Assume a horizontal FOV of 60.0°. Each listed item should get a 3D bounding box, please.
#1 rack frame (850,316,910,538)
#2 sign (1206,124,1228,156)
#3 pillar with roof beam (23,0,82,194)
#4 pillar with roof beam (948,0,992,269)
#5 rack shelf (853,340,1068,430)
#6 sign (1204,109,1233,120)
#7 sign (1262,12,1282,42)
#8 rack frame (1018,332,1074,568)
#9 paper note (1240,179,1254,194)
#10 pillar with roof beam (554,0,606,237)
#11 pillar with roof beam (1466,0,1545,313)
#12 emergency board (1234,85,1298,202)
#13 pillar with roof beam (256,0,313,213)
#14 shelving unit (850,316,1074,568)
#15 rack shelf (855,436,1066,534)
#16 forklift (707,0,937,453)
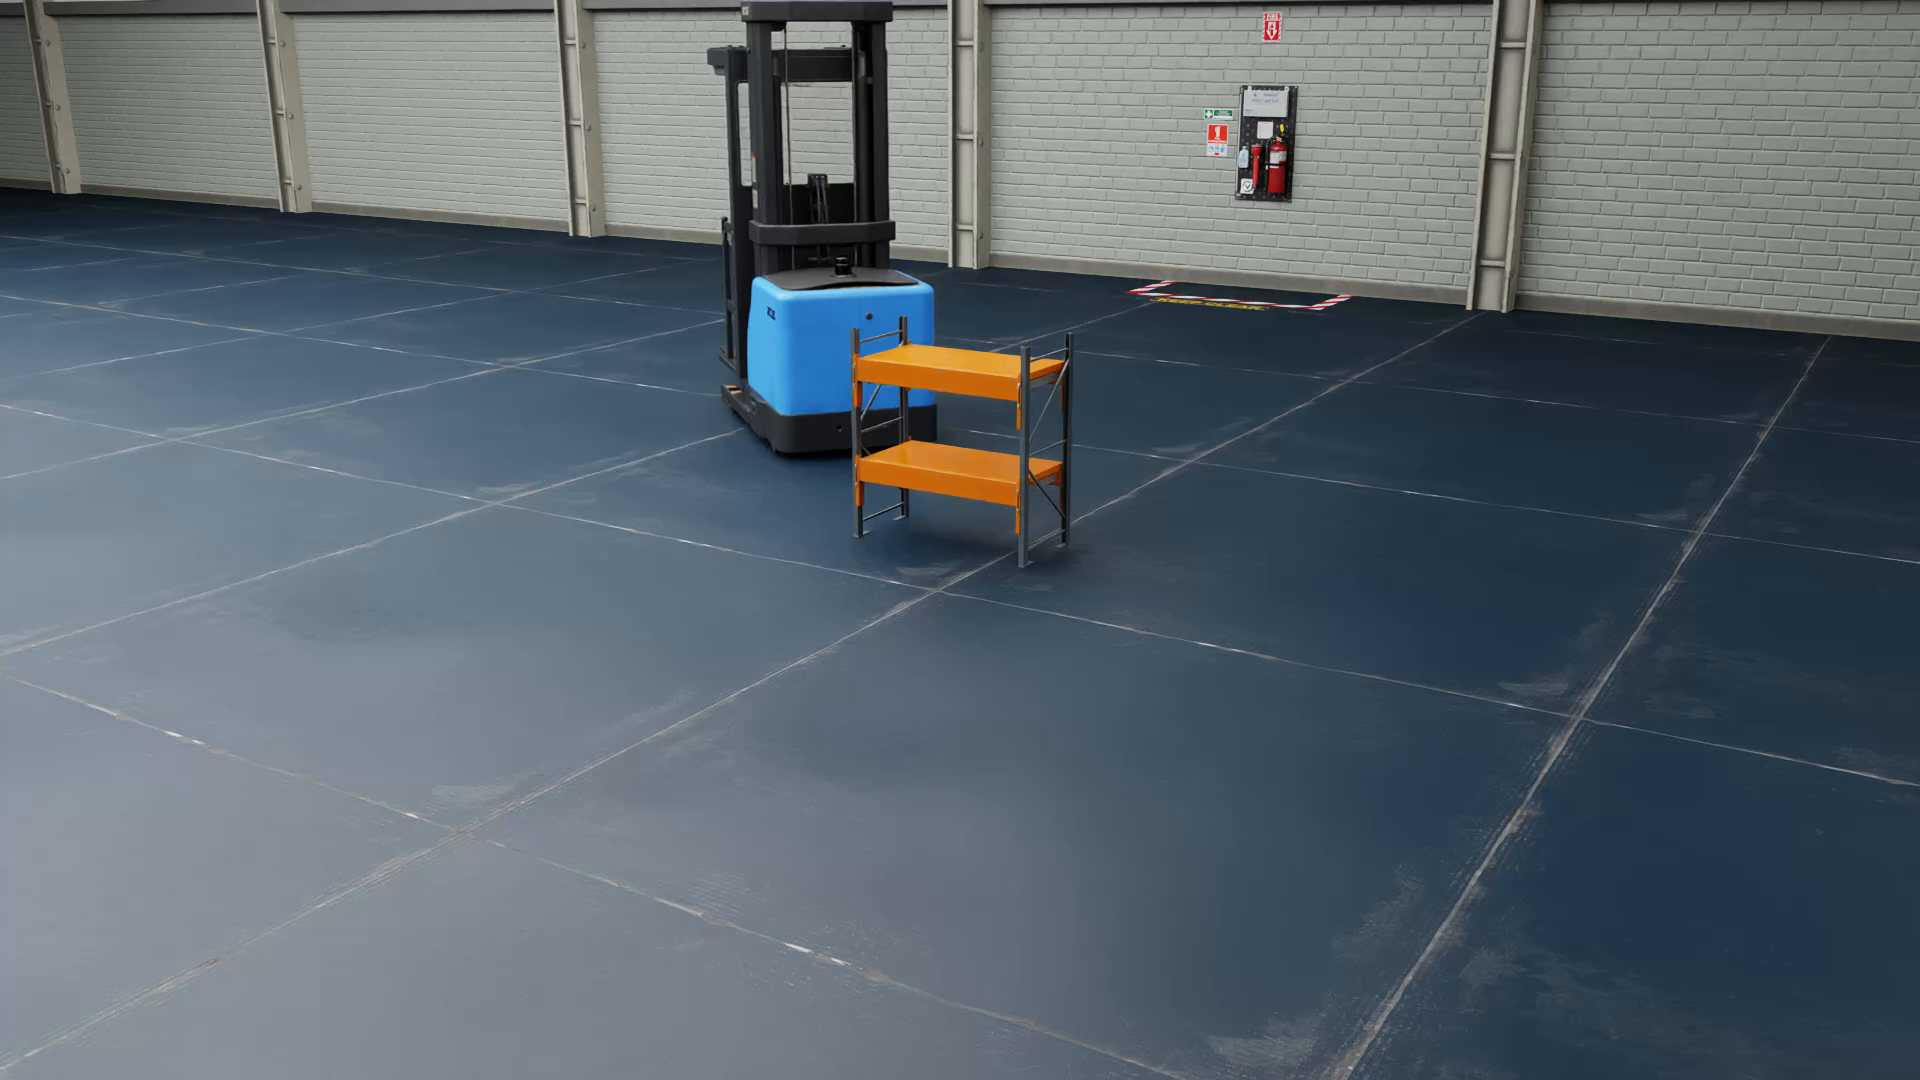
[{"bbox_3d":[-0.427,-0.615,8.969,0.032,1.125,0.500,10,20,30],"label":"rack frame"},{"bbox_3d":[2.718,-4.223,17.560,0.234,0.329,0.001,10,20,30],"label":"sign"},{"bbox_3d":[-17.483,-9.165,23.572,0.400,9.000,9.100,10,20,30],"label":"pillar with roof beam"},{"bbox_3d":[-2.145,-6.427,14.558,0.400,9.000,9.100,10,20,30],"label":"pillar with roof beam"},{"bbox_3d":[0.006,-0.817,8.629,1.000,0.278,0.538,10,20,30],"label":"rack shelf"},{"bbox_3d":[2.717,-4.473,17.473,0.331,0.109,0.001,10,20,30],"label":"sign"},{"bbox_3d":[3.180,-5.231,16.953,0.199,0.298,0.001,10,20,30],"label":"sign"},{"bbox_3d":[0.439,-0.460,8.460,0.032,1.125,0.500,10,20,30],"label":"rack frame"},{"bbox_3d":[3.020,-3.718,17.477,0.142,0.148,0.016,10,20,30],"label":"paper note"},{"bbox_3d":[-7.258,-7.340,17.563,0.400,9.000,9.100,10,20,30],"label":"pillar with roof beam"},{"bbox_3d":[2.968,-5.515,11.554,0.400,9.000,9.100,10,20,30],"label":"pillar with roof beam"},{"bbox_3d":[3.135,-4.096,17.204,0.643,1.169,0.194,10,20,30],"label":"emergency board"},{"bbox_3d":[-12.370,-8.253,20.567,0.400,9.000,9.100,10,20,30],"label":"pillar with roof beam"},{"bbox_3d":[0.006,-0.537,8.714,1.048,1.125,0.538,10,20,30],"label":"shelving unit"},{"bbox_3d":[0.006,-0.303,8.785,1.000,0.278,0.538,10,20,30],"label":"rack shelf"},{"bbox_3d":[-1.096,-2.337,11.532,1.130,2.935,3.031,-6,18,-18],"label":"forklift"}]
